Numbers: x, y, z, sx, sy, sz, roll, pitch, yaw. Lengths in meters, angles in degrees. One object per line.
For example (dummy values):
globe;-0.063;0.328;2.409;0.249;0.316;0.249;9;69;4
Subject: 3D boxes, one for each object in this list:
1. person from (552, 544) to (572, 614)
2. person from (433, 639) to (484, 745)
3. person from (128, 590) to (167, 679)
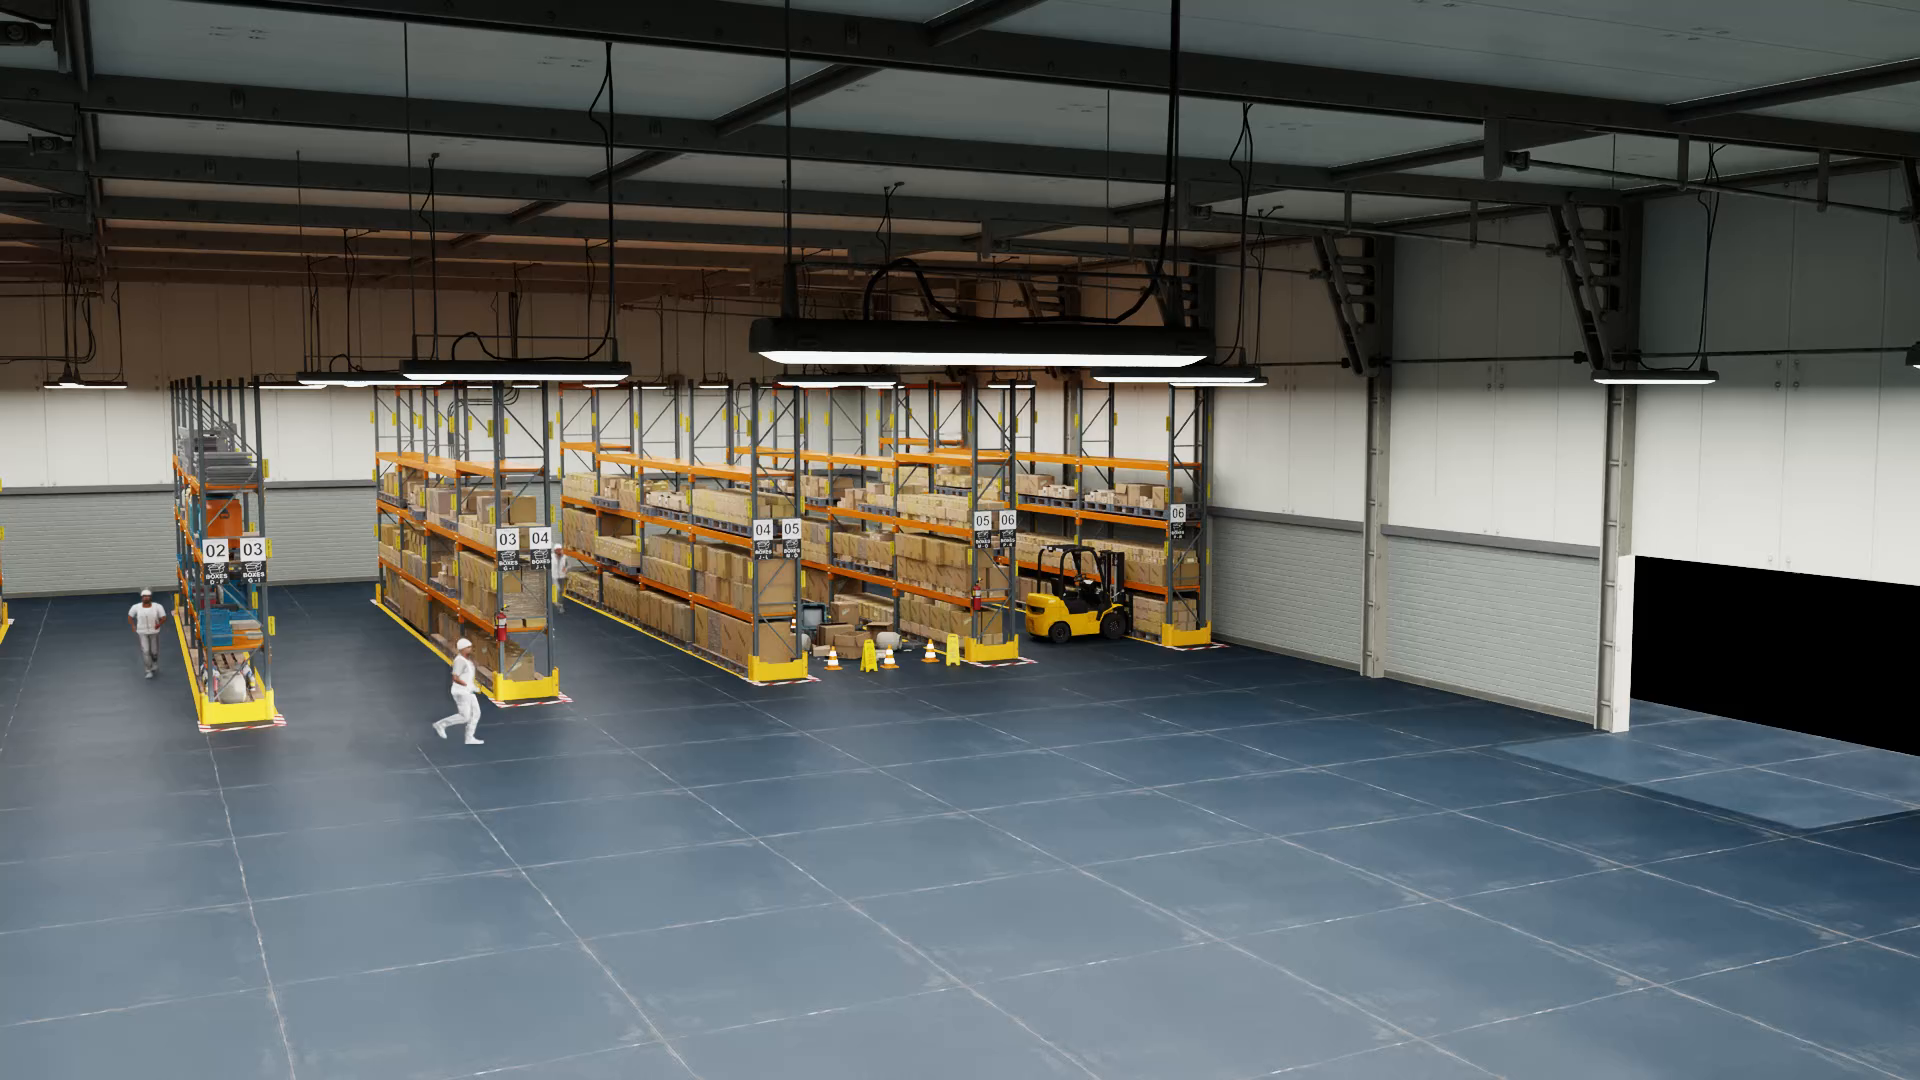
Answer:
person;-10.484;0.981;43.411;0.677;1.788;1.003;-2;6;-23
person;-8.125;2.462;26.936;0.784;1.741;0.670;-1;5;-6
person;-16.362;1.871;33.499;0.706;1.759;0.783;-3;6;-26
